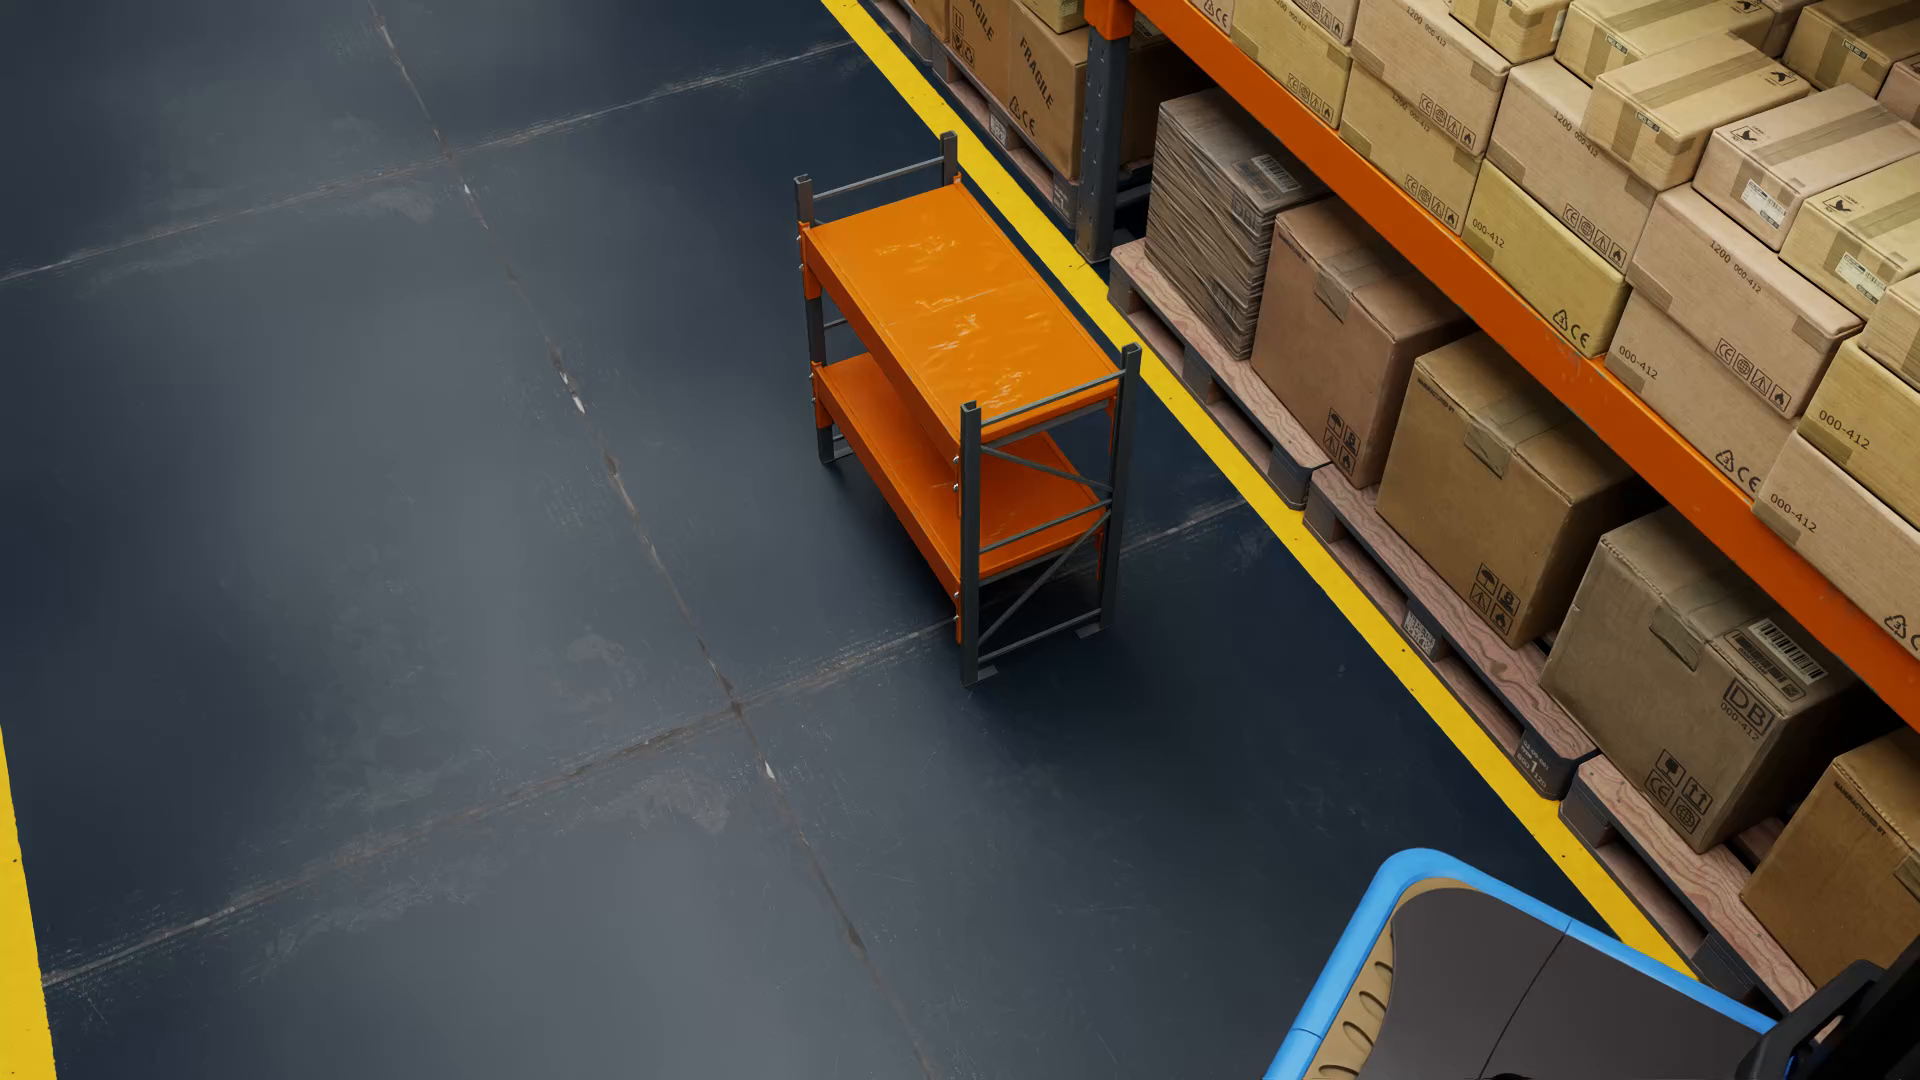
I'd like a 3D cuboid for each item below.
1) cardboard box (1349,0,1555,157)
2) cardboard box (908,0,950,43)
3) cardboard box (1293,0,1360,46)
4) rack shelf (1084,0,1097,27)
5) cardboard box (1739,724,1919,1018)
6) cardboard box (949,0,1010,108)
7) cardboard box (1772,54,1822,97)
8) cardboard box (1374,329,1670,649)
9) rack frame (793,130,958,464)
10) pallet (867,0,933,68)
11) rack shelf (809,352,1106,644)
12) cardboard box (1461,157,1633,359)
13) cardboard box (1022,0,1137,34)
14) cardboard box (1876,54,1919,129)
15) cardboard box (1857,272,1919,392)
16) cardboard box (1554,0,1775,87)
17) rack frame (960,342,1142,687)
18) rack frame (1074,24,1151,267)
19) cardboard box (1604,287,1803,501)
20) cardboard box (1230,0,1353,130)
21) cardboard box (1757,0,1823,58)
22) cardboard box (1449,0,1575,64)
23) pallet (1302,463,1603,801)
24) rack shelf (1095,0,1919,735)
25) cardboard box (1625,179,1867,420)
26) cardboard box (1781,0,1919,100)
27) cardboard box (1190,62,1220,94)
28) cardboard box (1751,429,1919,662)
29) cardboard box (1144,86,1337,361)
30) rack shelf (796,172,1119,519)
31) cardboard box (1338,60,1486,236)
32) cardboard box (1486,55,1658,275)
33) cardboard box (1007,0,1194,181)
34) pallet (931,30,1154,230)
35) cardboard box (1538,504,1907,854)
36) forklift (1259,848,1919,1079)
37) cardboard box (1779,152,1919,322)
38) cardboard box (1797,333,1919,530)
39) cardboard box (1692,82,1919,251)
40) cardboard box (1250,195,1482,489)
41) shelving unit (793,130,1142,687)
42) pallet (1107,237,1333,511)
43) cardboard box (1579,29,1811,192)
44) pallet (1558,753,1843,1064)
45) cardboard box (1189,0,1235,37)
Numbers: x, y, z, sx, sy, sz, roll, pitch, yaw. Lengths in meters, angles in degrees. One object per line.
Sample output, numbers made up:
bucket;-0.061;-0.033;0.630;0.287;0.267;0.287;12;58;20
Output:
cardboard box;1.335;-1.250;4.118;0.500;0.250;0.500;-22;53;-18
cardboard box;0.052;-2.420;6.756;0.500;0.500;0.500;-19;52;-16
cardboard box;1.112;-1.607;4.430;0.500;0.250;0.500;-20;52;-16
rack shelf;-0.017;-3.310;6.630;1.077;0.370;4.000;-21;52;-18
cardboard box;2.480;0.767;3.885;0.875;0.625;0.625;-19;52;-16
cardboard box;0.294;-2.071;6.450;0.500;0.500;0.500;-22;52;-18
cardboard box;2.036;-1.101;3.988;0.500;0.250;0.500;-22;52;-18
cardboard box;1.785;-0.257;4.781;0.875;0.625;0.625;-23;53;-19
rack frame;-0.236;-0.715;5.128;0.500;1.125;0.032;-21;52;-18
pallet;0.036;-2.618;7.400;1.003;0.211;1.213;-21;52;-18
rack shelf;-0.003;-0.214;5.015;0.538;0.278;1.000;-21;52;-18
cardboard box;1.587;-0.749;4.012;0.500;0.250;0.500;-20;52;-16
cardboard box;0.447;-1.980;5.940;0.380;0.149;0.250;-24;53;-19
cardboard box;2.222;-0.958;3.598;0.380;0.149;0.250;-22;52;-18
cardboard box;1.937;-0.408;3.117;0.380;0.149;0.250;-23;53;-19
cardboard box;1.587;-1.139;3.756;0.380;0.149;0.250;-21;52;-18
rack frame;0.230;-0.035;4.533;0.500;1.125;0.032;-21;52;-18
rack frame;0.898;-2.208;5.188;1.000;3.000;0.127;-21;52;-18
cardboard box;1.830;-0.406;3.712;0.500;0.250;0.500;-21;52;-17
cardboard box;1.109;-1.439;4.616;0.500;0.250;0.500;-22;52;-18
cardboard box;1.946;-1.286;3.884;0.380;0.149;0.250;-20;52;-17
cardboard box;1.382;-1.280;3.879;0.380;0.149;0.250;-20;52;-17
pallet;1.794;0.090;5.031;1.003;0.211;1.213;-21;52;-18
rack shelf;1.813;-0.633;4.289;1.077;0.370;4.000;-21;52;-18
cardboard box;1.806;-0.573;3.526;0.500;0.250;0.500;-20;52;-17
cardboard box;2.102;-1.123;3.742;0.380;0.149;0.250;-21;52;-17
cardboard box;0.954;-1.902;6.302;0.500;0.500;0.500;-19;52;-16
cardboard box;2.030;-0.063;3.412;0.500;0.250;0.500;-21;52;-18
cardboard box;1.171;-1.142;5.555;0.875;0.625;0.625;-20;52;-16
rack shelf;-0.003;-0.568;4.610;0.538;0.278;1.000;-21;52;-18
cardboard box;1.351;-1.097;4.316;0.500;0.250;0.500;-23;53;-19
cardboard box;1.592;-0.917;3.827;0.500;0.250;0.500;-20;52;-17
cardboard box;0.513;-1.732;6.154;0.500;0.500;0.500;-20;52;-16
pallet;0.590;-1.803;6.687;1.003;0.211;1.213;-21;52;-18
cardboard box;2.131;0.245;4.341;0.875;0.625;0.625;-22;52;-18
forklift;1.867;1.244;2.214;3.031;2.935;1.130;26;54;21
cardboard box;1.873;-0.605;3.289;0.380;0.149;0.250;-22;52;-18
cardboard box;2.035;-0.229;3.225;0.500;0.250;0.500;-22;53;-18
cardboard box;1.764;-0.775;3.437;0.380;0.149;0.250;-21;52;-17
cardboard box;1.477;-0.708;5.175;0.875;0.625;0.625;-20;52;-16
shelving unit;-0.003;-0.375;4.831;0.538;1.125;1.048;-21;52;-18
pallet;1.240;-0.726;5.744;1.003;0.211;1.213;-21;52;-18
cardboard box;1.573;-0.925;3.569;0.380;0.149;0.250;-22;53;-18
pallet;2.357;0.907;4.316;1.003;0.211;1.213;-21;52;-18
cardboard box;0.884;-1.778;4.912;0.500;0.250;0.500;-21;52;-17
